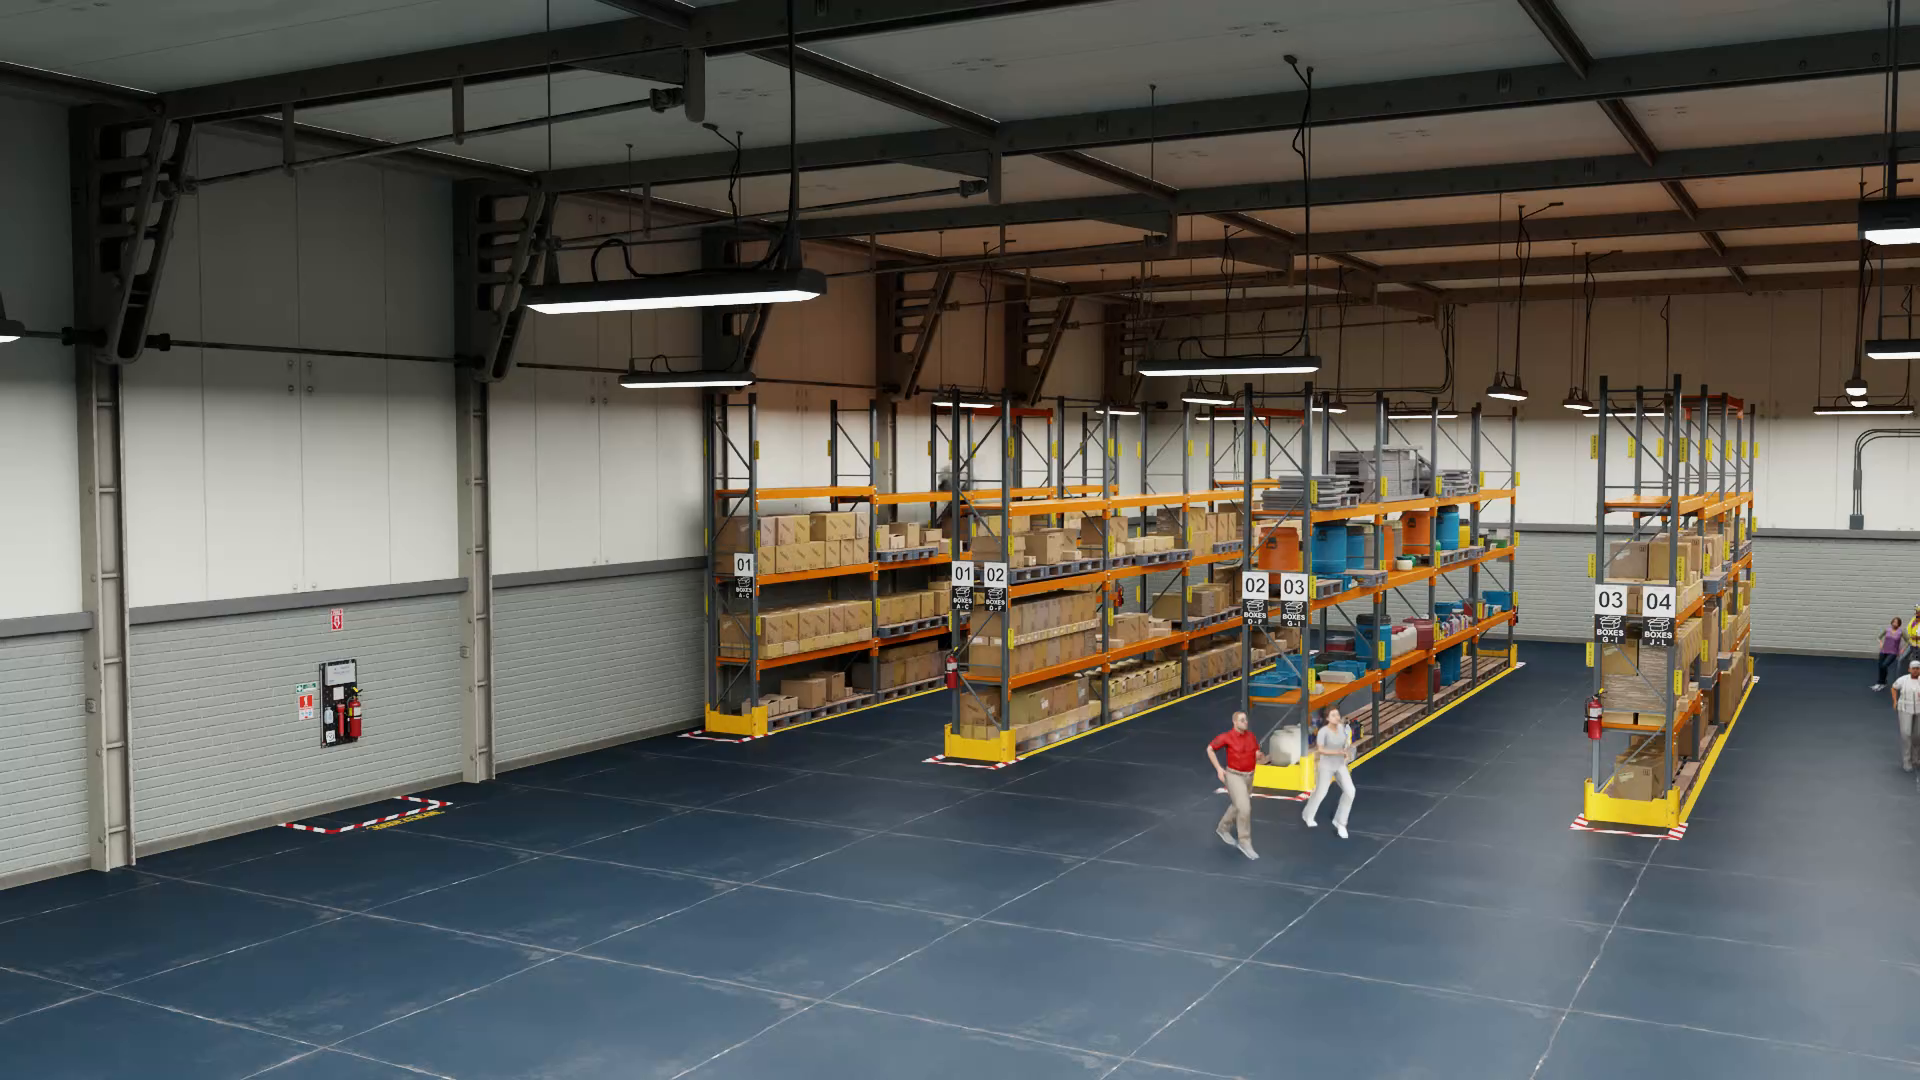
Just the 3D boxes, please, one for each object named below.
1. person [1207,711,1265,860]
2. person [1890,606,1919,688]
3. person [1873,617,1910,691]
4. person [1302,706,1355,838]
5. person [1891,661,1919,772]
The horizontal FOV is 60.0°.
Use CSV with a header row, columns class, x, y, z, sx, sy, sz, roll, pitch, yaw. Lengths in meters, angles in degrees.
class,x,y,z,sx,sy,sz,roll,pitch,yaw
person,3.470,3.019,20.668,0.640,1.788,0.808,-3,4,-40
person,19.974,2.233,34.782,0.900,1.757,0.724,-1,3,-22
person,19.303,2.372,34.536,0.619,1.567,0.651,-2,4,-37
person,4.838,2.998,21.673,0.572,1.697,0.875,-1,3,-22
person,15.018,2.741,26.188,0.594,1.689,0.877,1,3,23
